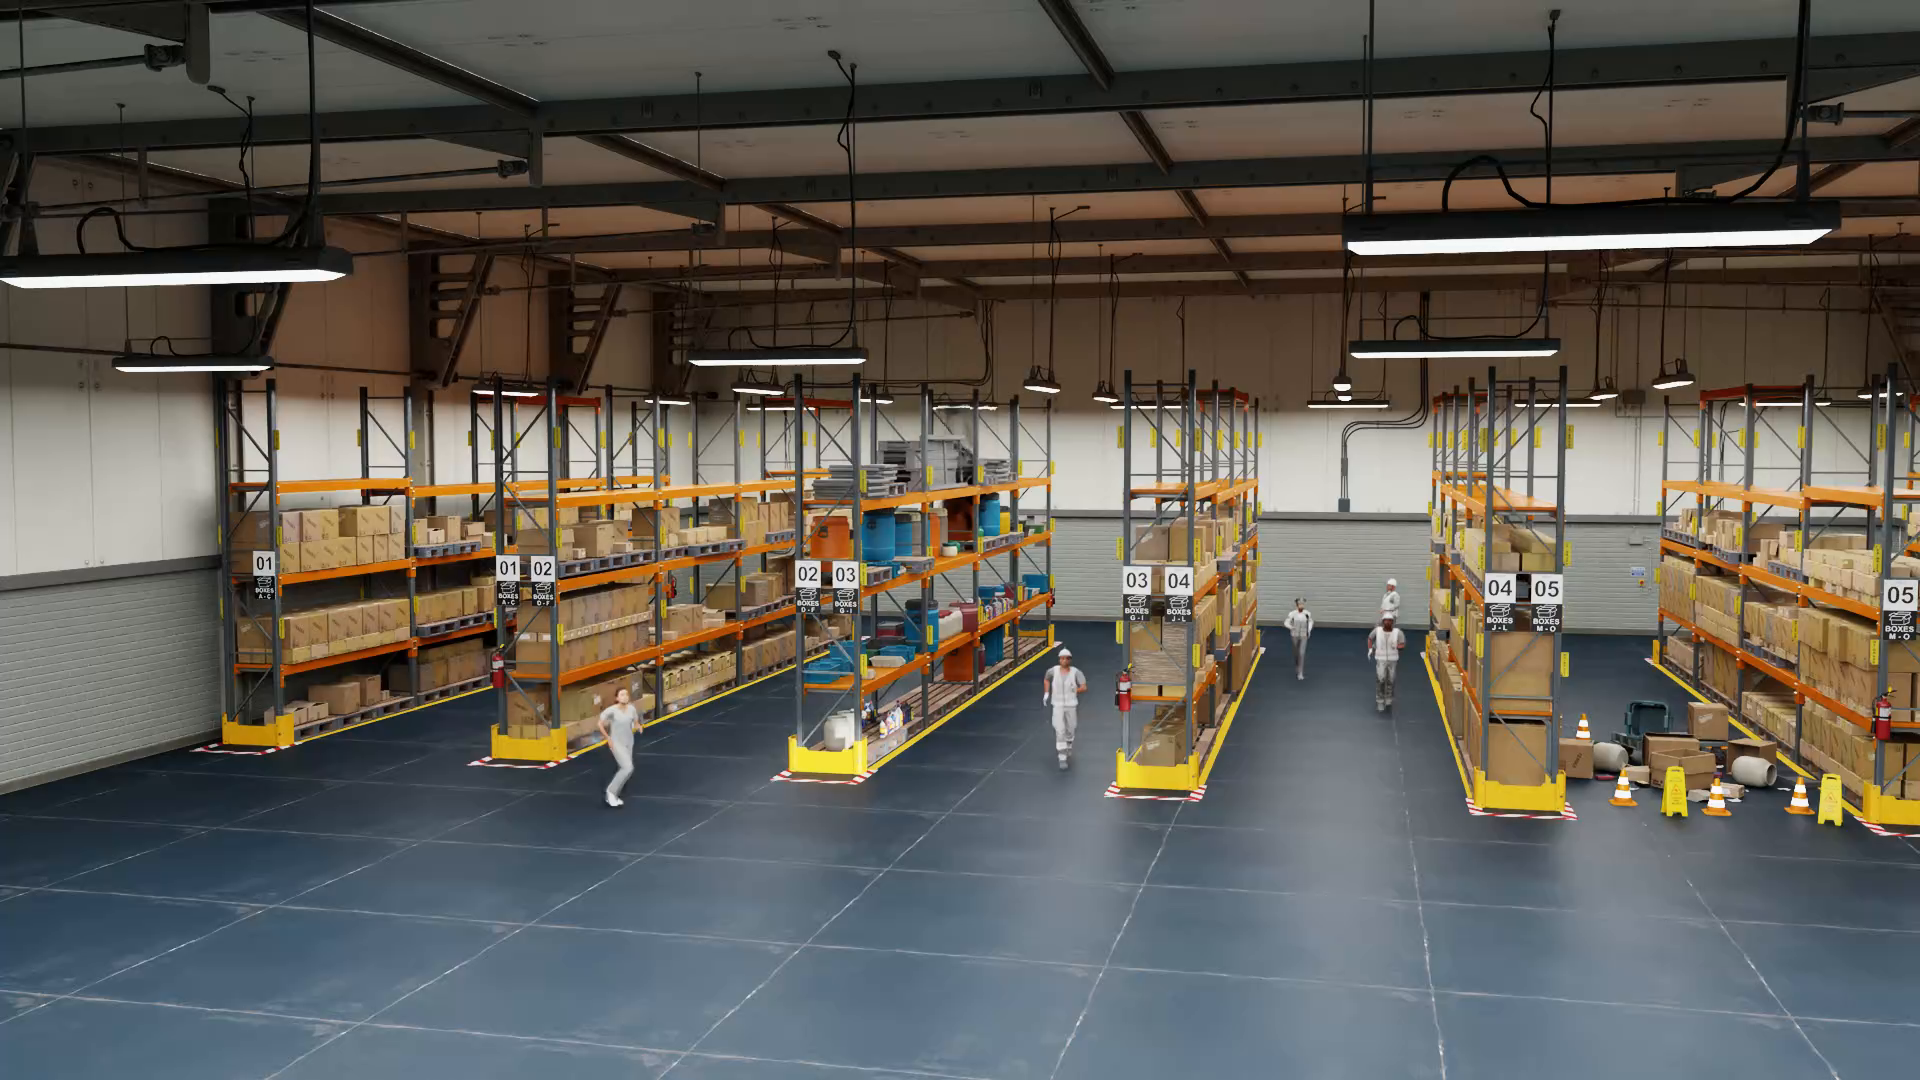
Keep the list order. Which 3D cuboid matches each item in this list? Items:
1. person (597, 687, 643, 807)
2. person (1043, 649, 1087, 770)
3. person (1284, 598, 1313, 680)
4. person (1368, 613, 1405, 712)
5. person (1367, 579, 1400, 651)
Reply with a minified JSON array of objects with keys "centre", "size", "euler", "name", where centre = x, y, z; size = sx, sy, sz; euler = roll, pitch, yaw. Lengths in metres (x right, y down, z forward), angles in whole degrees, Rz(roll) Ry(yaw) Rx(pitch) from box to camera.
[{"centre":[-4.580,2.812,22.651],"size":[0.624,1.637,0.544],"euler":[3,5,42],"name":"person"},{"centre":[1.605,2.545,25.432],"size":[0.662,1.777,1.004],"euler":[0,3,3],"name":"person"},{"centre":[7.145,2.056,35.082],"size":[0.602,1.709,0.855],"euler":[1,3,10],"name":"person"},{"centre":[7.907,2.265,30.825],"size":[0.659,1.832,0.758],"euler":[1,3,9],"name":"person"},{"centre":[10.129,1.783,39.390],"size":[0.854,1.727,0.693],"euler":[0,3,-8],"name":"person"}]
